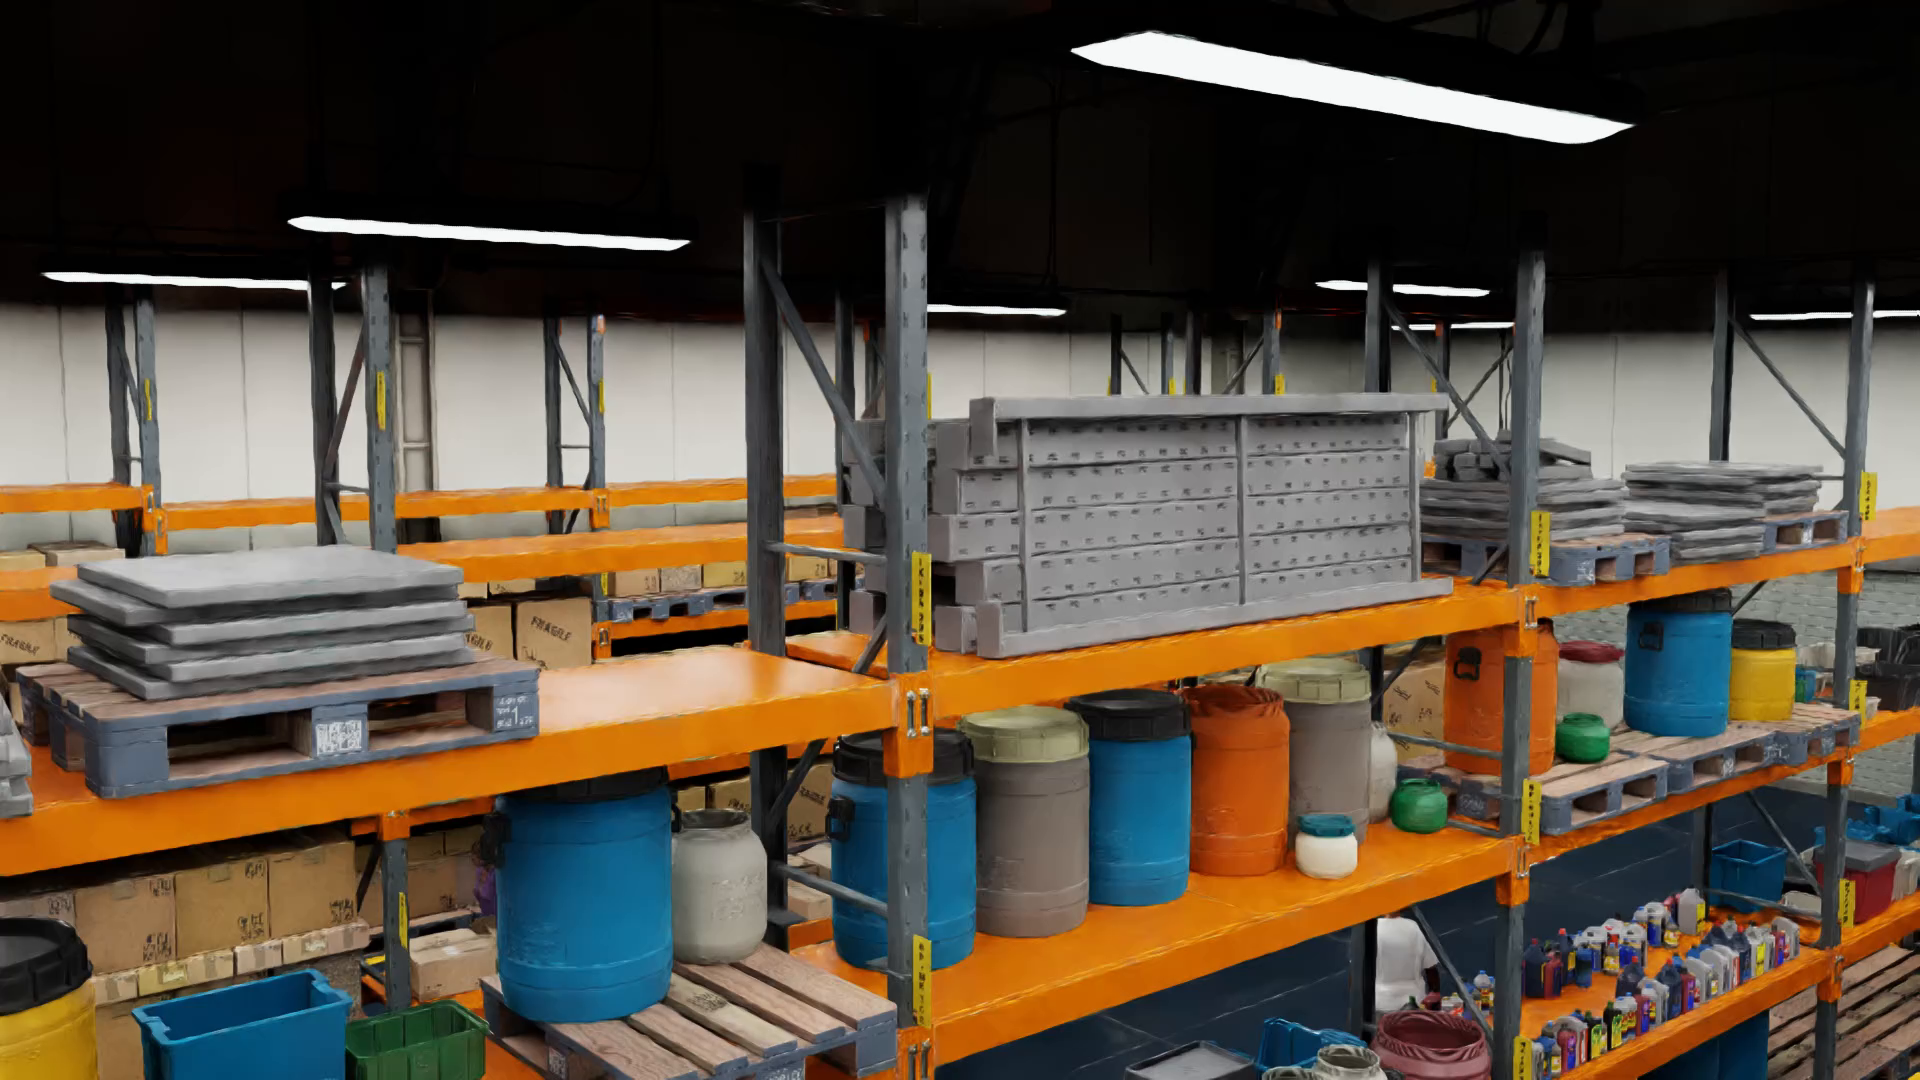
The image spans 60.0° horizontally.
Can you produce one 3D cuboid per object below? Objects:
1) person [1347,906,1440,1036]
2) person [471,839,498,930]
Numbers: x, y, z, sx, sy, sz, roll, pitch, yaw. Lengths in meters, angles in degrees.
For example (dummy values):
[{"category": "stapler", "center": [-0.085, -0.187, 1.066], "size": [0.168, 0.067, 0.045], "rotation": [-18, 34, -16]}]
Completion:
[{"category": "person", "center": [2.975, 3.176, 11.418], "size": [0.673, 1.760, 0.580], "rotation": [-1, 6, -10]}, {"category": "person", "center": [-3.679, 3.119, 13.393], "size": [0.519, 1.541, 0.566], "rotation": [-5, 8, -43]}]
